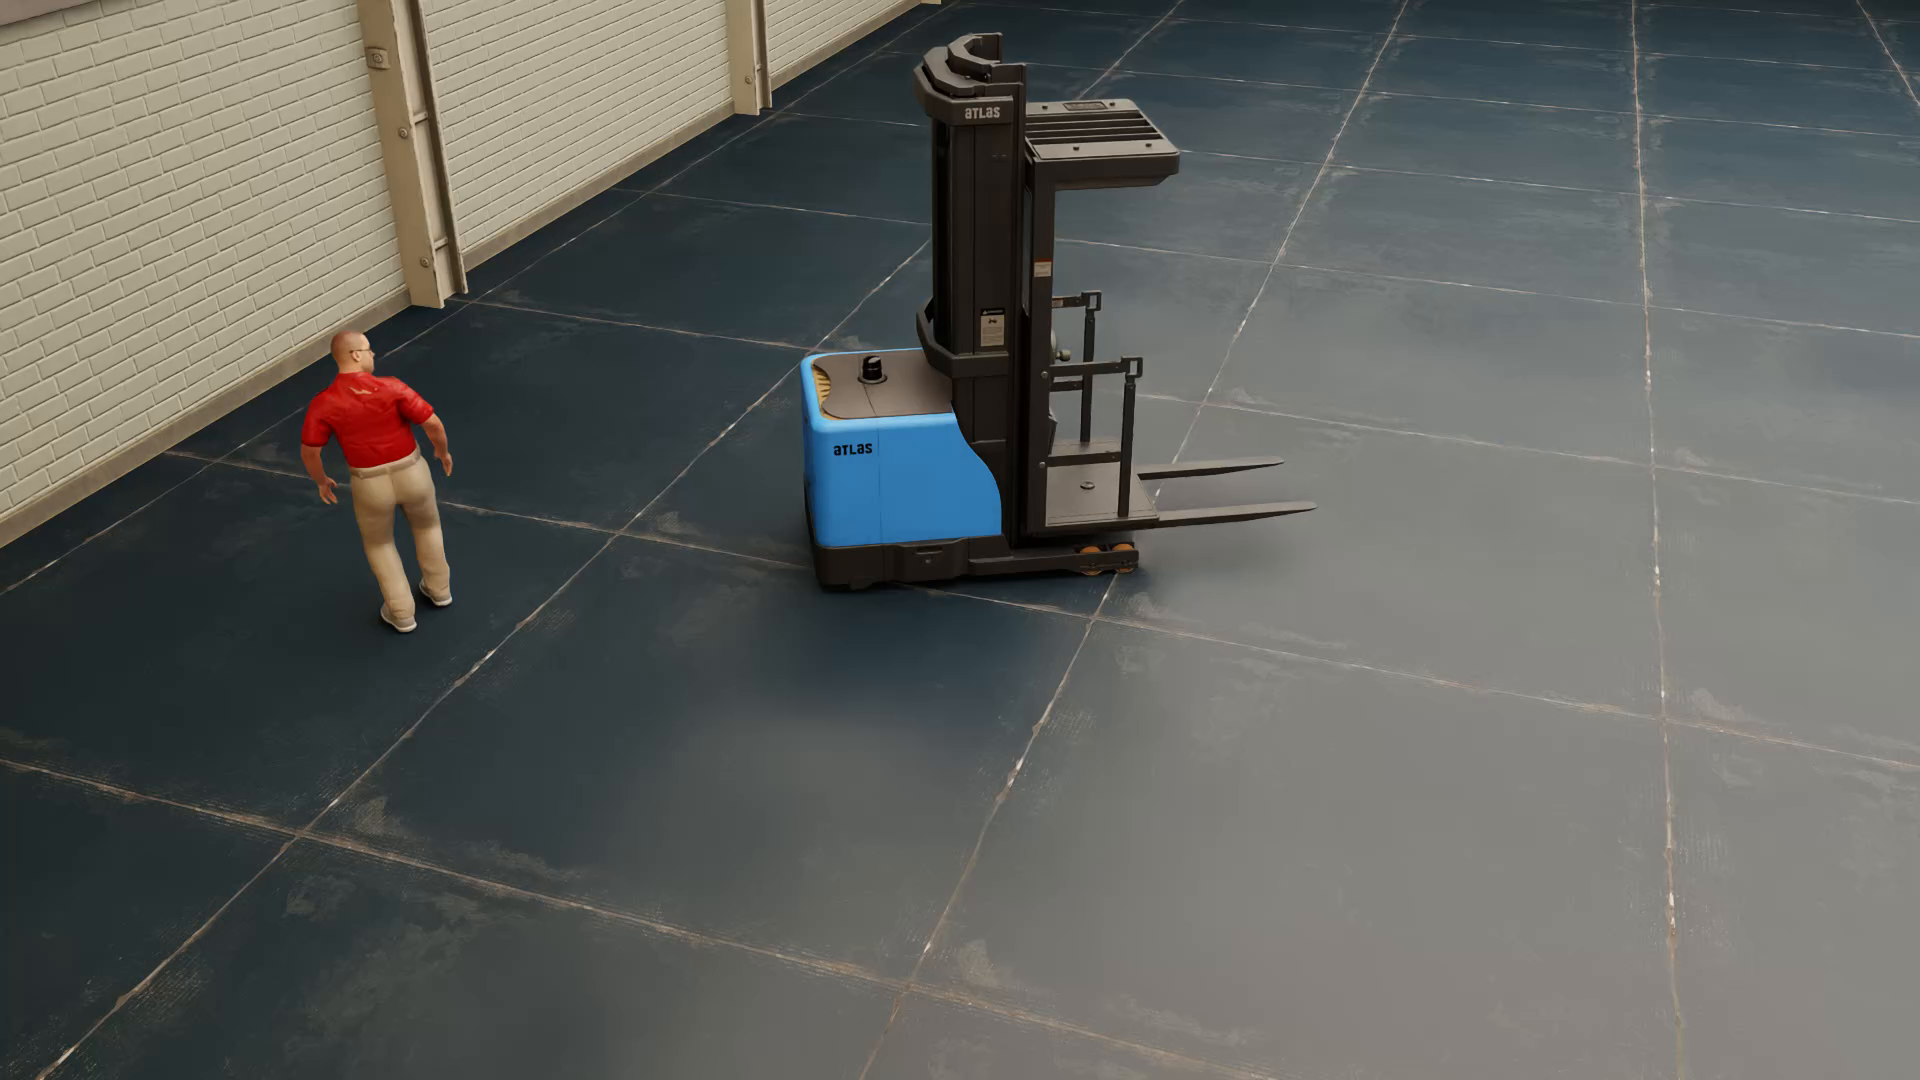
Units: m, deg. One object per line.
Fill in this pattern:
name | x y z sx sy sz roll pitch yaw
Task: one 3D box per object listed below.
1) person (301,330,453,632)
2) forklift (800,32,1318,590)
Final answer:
person | -3.121 -0.341 8.970 0.749 1.710 0.520 -13 32 -22
forklift | 0.603 -1.321 9.453 3.031 2.935 1.130 -5 30 -8
